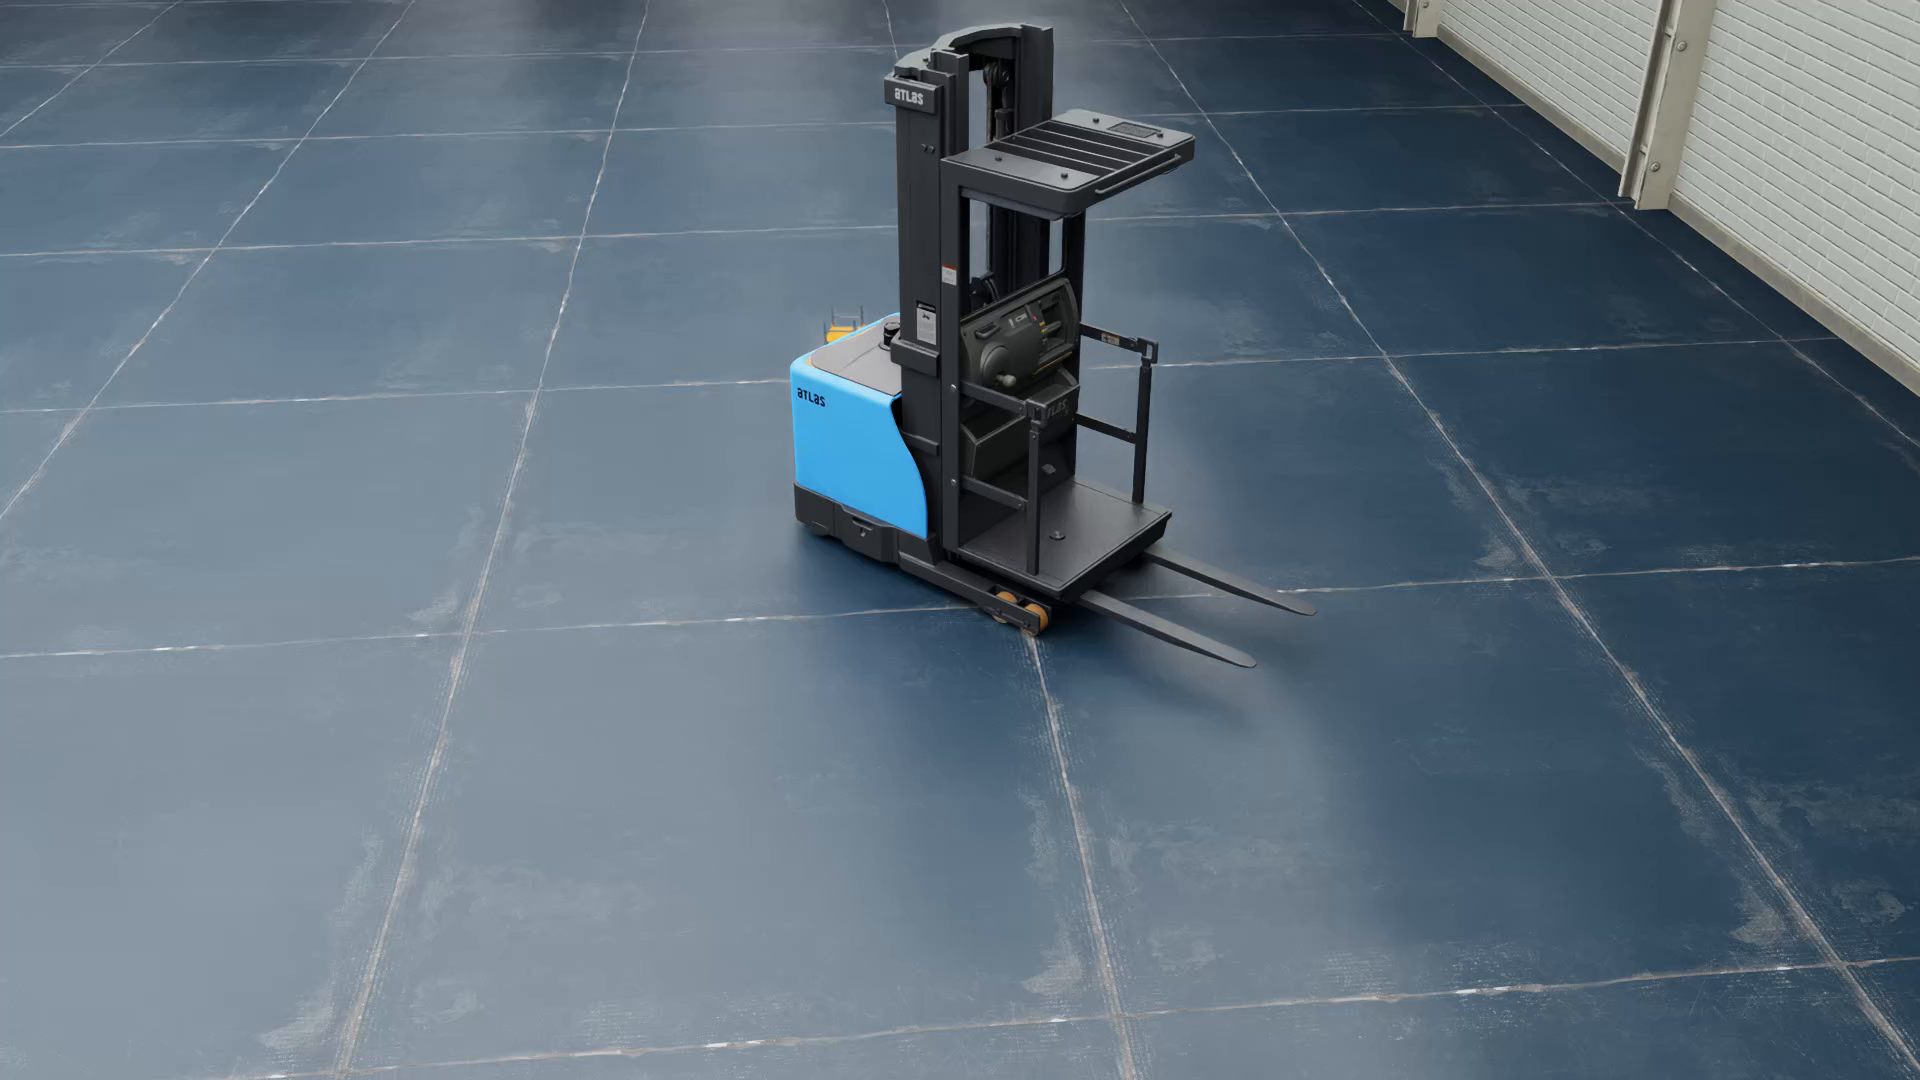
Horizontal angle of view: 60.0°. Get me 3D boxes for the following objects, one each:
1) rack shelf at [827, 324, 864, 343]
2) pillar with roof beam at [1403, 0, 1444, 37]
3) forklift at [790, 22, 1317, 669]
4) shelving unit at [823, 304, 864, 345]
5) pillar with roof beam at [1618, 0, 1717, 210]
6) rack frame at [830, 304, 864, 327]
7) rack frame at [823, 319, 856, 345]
[{"bbox_3d":[-0.695,-1.146,10.099,0.215,0.259,0.240,2,29,7],"label":"rack shelf"},{"bbox_3d":[1.236,-9.732,17.267,9.100,9.000,0.400,-3,31,-5],"label":"pillar with roof beam"},{"bbox_3d":[0.487,-1.055,8.658,3.031,2.935,1.130,23,38,33],"label":"forklift"},{"bbox_3d":[-0.686,-0.908,10.232,0.215,1.050,0.252,2,29,7],"label":"shelving unit"},{"bbox_3d":[1.797,-6.668,12.139,9.100,9.000,0.400,-3,31,-5],"label":"pillar with roof beam"},{"bbox_3d":[-0.672,-0.967,10.338,0.200,1.050,0.008,2,29,7],"label":"rack frame"},{"bbox_3d":[-0.701,-0.848,10.126,0.200,1.050,0.008,2,29,7],"label":"rack frame"}]
